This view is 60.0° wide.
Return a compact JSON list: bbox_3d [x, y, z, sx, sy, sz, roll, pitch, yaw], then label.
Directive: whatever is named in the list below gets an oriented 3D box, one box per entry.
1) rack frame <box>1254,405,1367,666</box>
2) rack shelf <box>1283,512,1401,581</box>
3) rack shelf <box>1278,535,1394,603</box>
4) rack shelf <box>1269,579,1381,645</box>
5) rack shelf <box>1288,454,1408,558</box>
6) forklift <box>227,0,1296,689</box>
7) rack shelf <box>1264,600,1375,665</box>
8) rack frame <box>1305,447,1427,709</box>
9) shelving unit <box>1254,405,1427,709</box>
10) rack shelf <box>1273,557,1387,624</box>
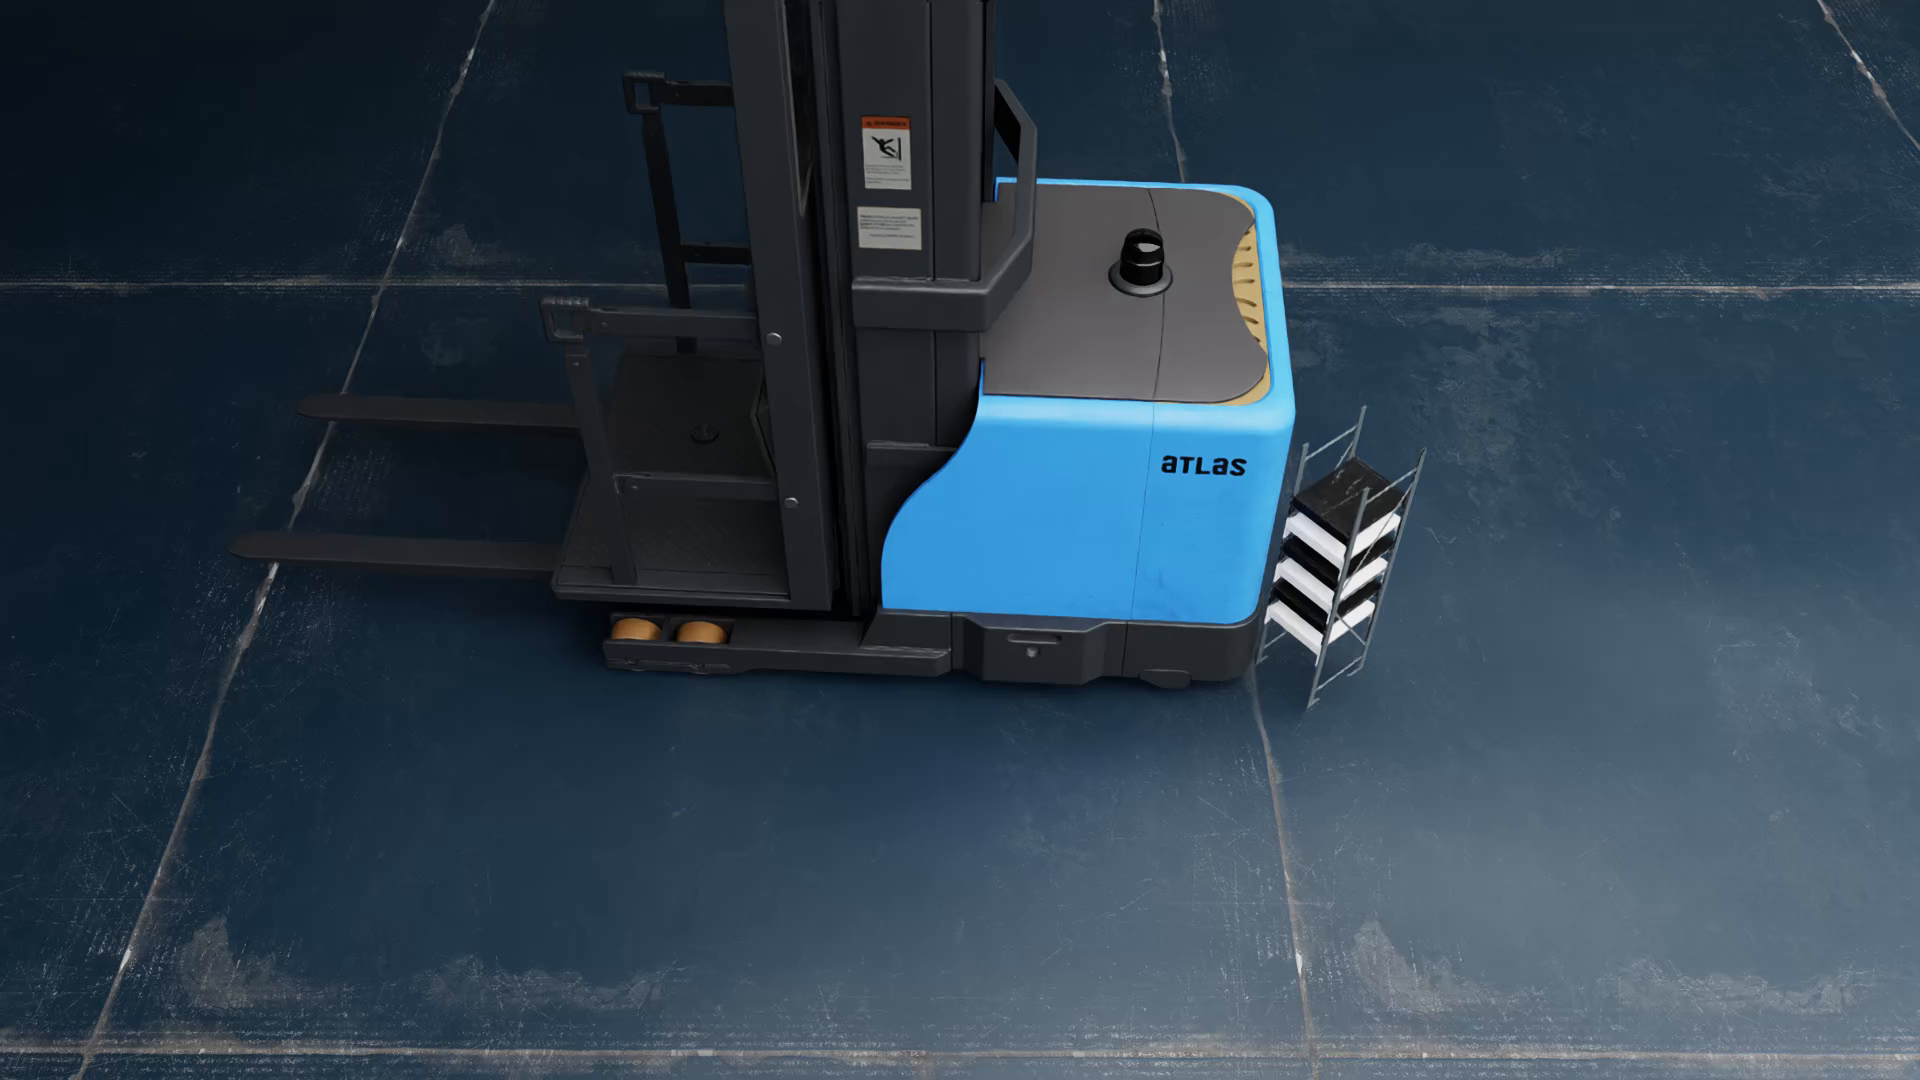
[{"bbox_3d":[0.965,0.009,4.624,0.240,0.900,0.006,-31,55,-26],"label":"rack frame"},{"bbox_3d":[1.030,-0.032,4.463,0.258,0.077,0.200,-31,55,-26],"label":"rack shelf"},{"bbox_3d":[1.030,0.029,4.530,0.258,0.077,0.200,-31,55,-26],"label":"rack shelf"},{"bbox_3d":[1.029,0.151,4.662,0.258,0.077,0.200,-31,55,-26],"label":"rack shelf"},{"bbox_3d":[1.031,-0.093,4.397,0.258,0.077,0.200,-31,55,-26],"label":"rack shelf"},{"bbox_3d":[-0.638,-0.989,4.168,3.031,2.935,1.130,3,47,2],"label":"forklift"},{"bbox_3d":[1.029,0.212,4.728,0.258,0.077,0.200,-31,55,-26],"label":"rack shelf"},{"bbox_3d":[1.094,0.126,4.518,0.240,0.900,0.006,-31,55,-26],"label":"rack frame"},{"bbox_3d":[1.030,0.067,4.571,0.258,0.900,0.210,-31,55,-26],"label":"shelving unit"},{"bbox_3d":[1.029,0.090,4.596,0.258,0.077,0.200,-31,55,-26],"label":"rack shelf"}]
